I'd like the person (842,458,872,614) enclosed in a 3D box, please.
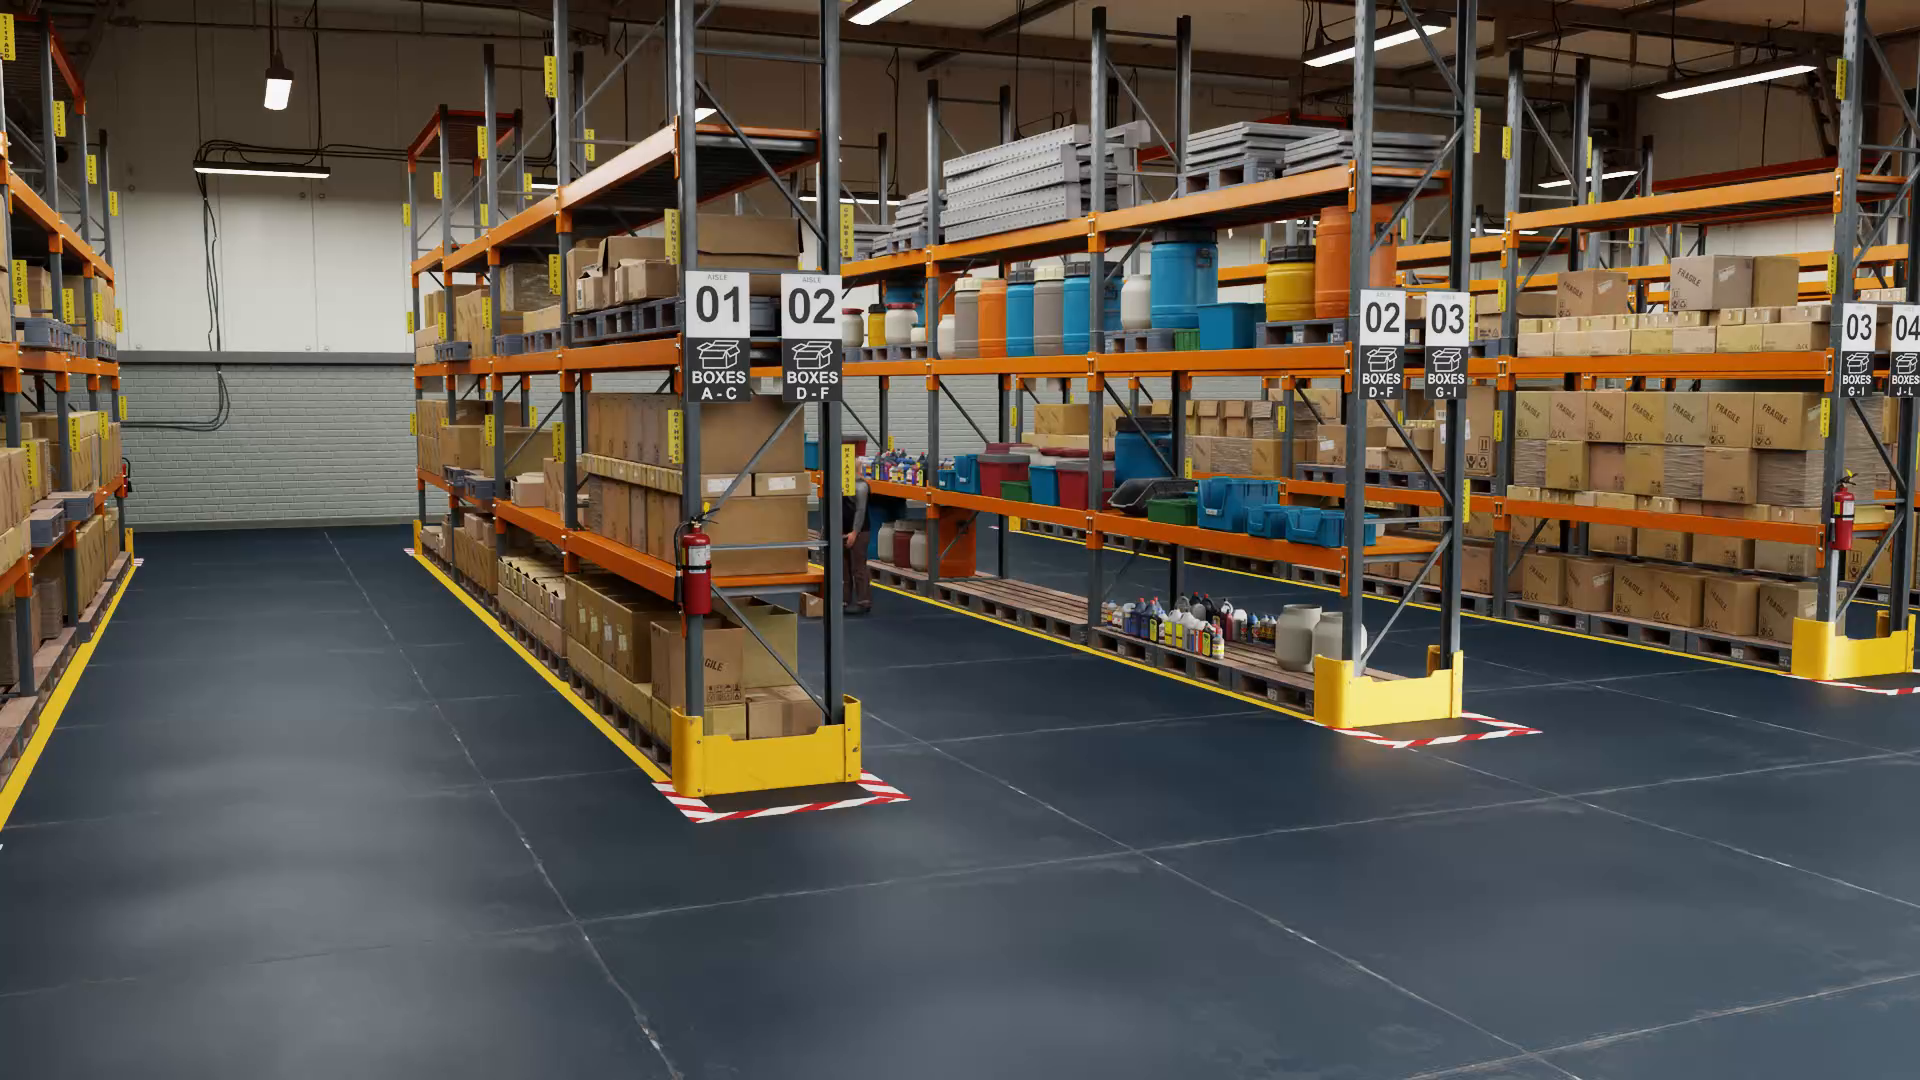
[{"bbox_3d":[-1.232,-0.053,18.332,0.480,1.726,0.542,-2,6,-23],"label":"person"}]
